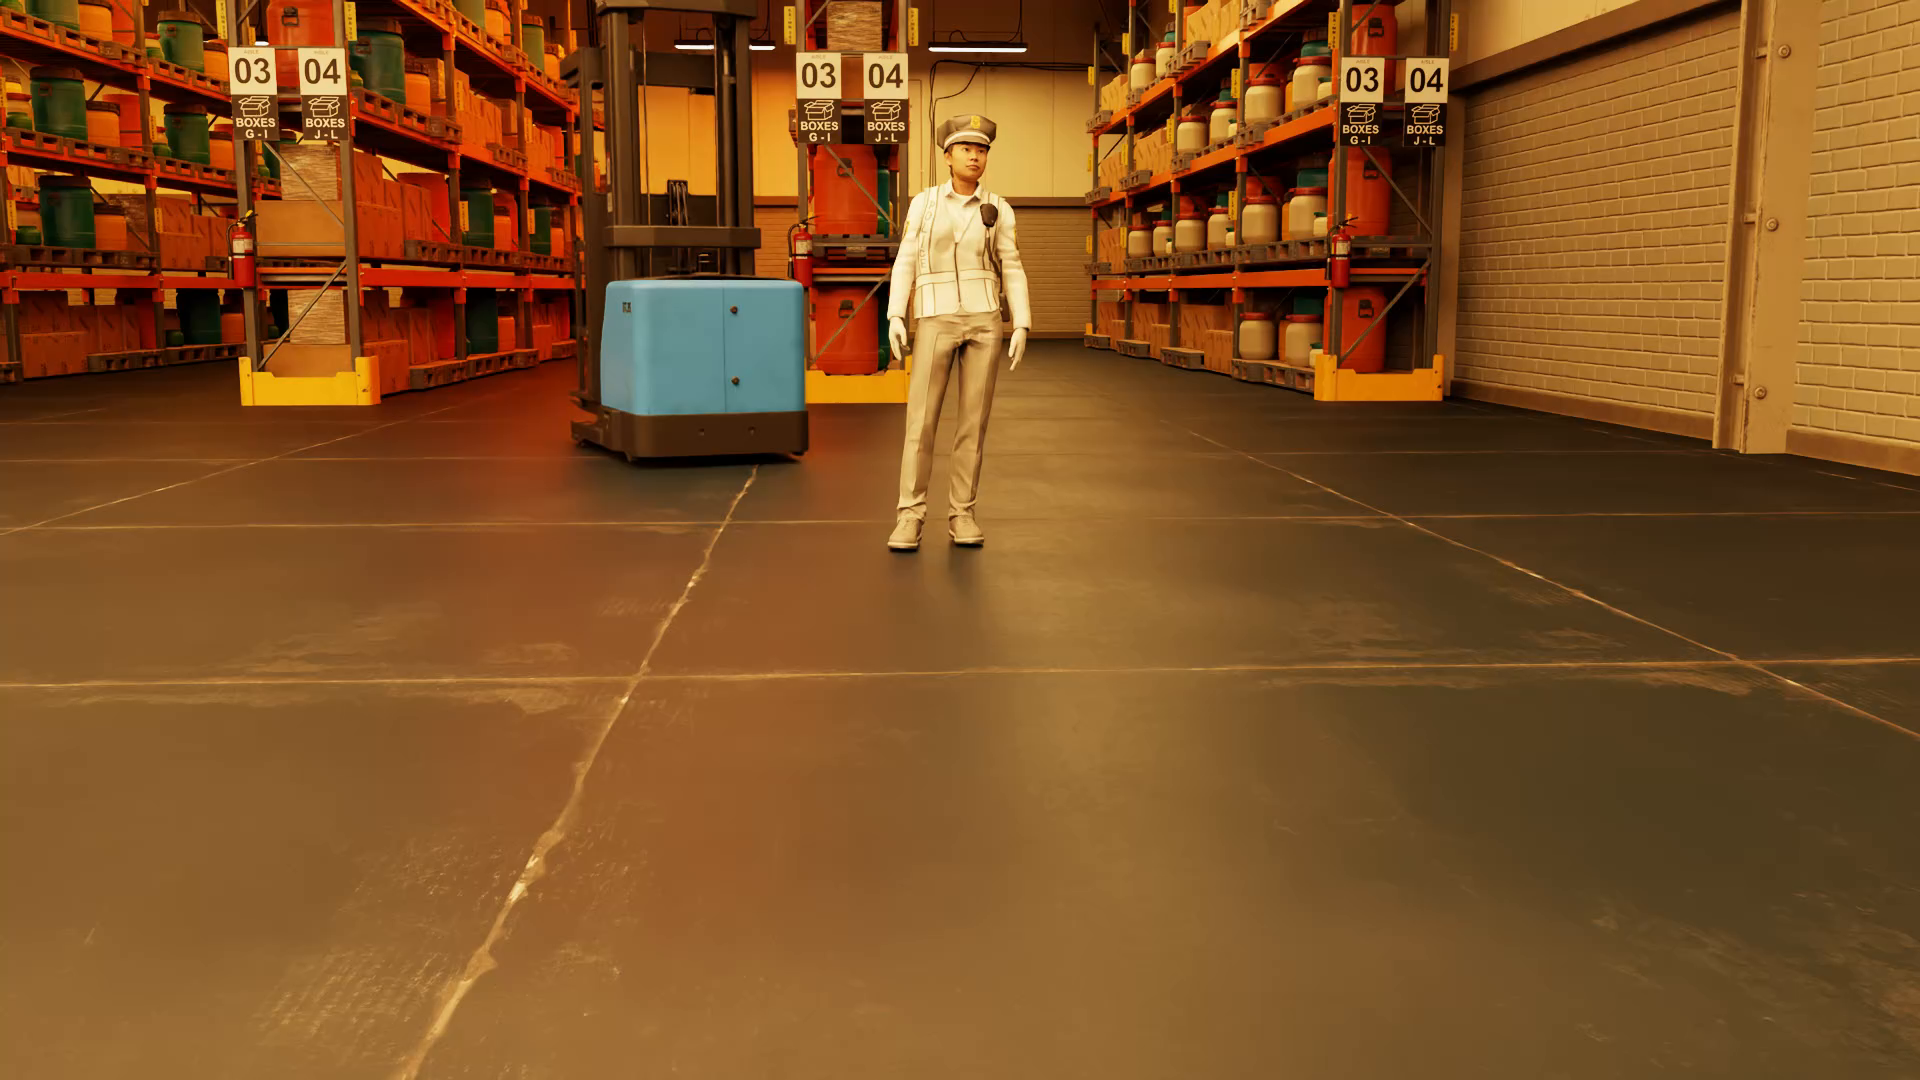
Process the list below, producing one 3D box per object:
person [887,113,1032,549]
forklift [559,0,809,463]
[{"bbox_3d":[-0.003,-0.835,6.616,0.586,1.694,0.530,-1,8,-4],"label":"person"},{"bbox_3d":[-1.950,-2.077,10.822,1.130,2.935,3.031,-4,9,-23],"label":"forklift"}]
